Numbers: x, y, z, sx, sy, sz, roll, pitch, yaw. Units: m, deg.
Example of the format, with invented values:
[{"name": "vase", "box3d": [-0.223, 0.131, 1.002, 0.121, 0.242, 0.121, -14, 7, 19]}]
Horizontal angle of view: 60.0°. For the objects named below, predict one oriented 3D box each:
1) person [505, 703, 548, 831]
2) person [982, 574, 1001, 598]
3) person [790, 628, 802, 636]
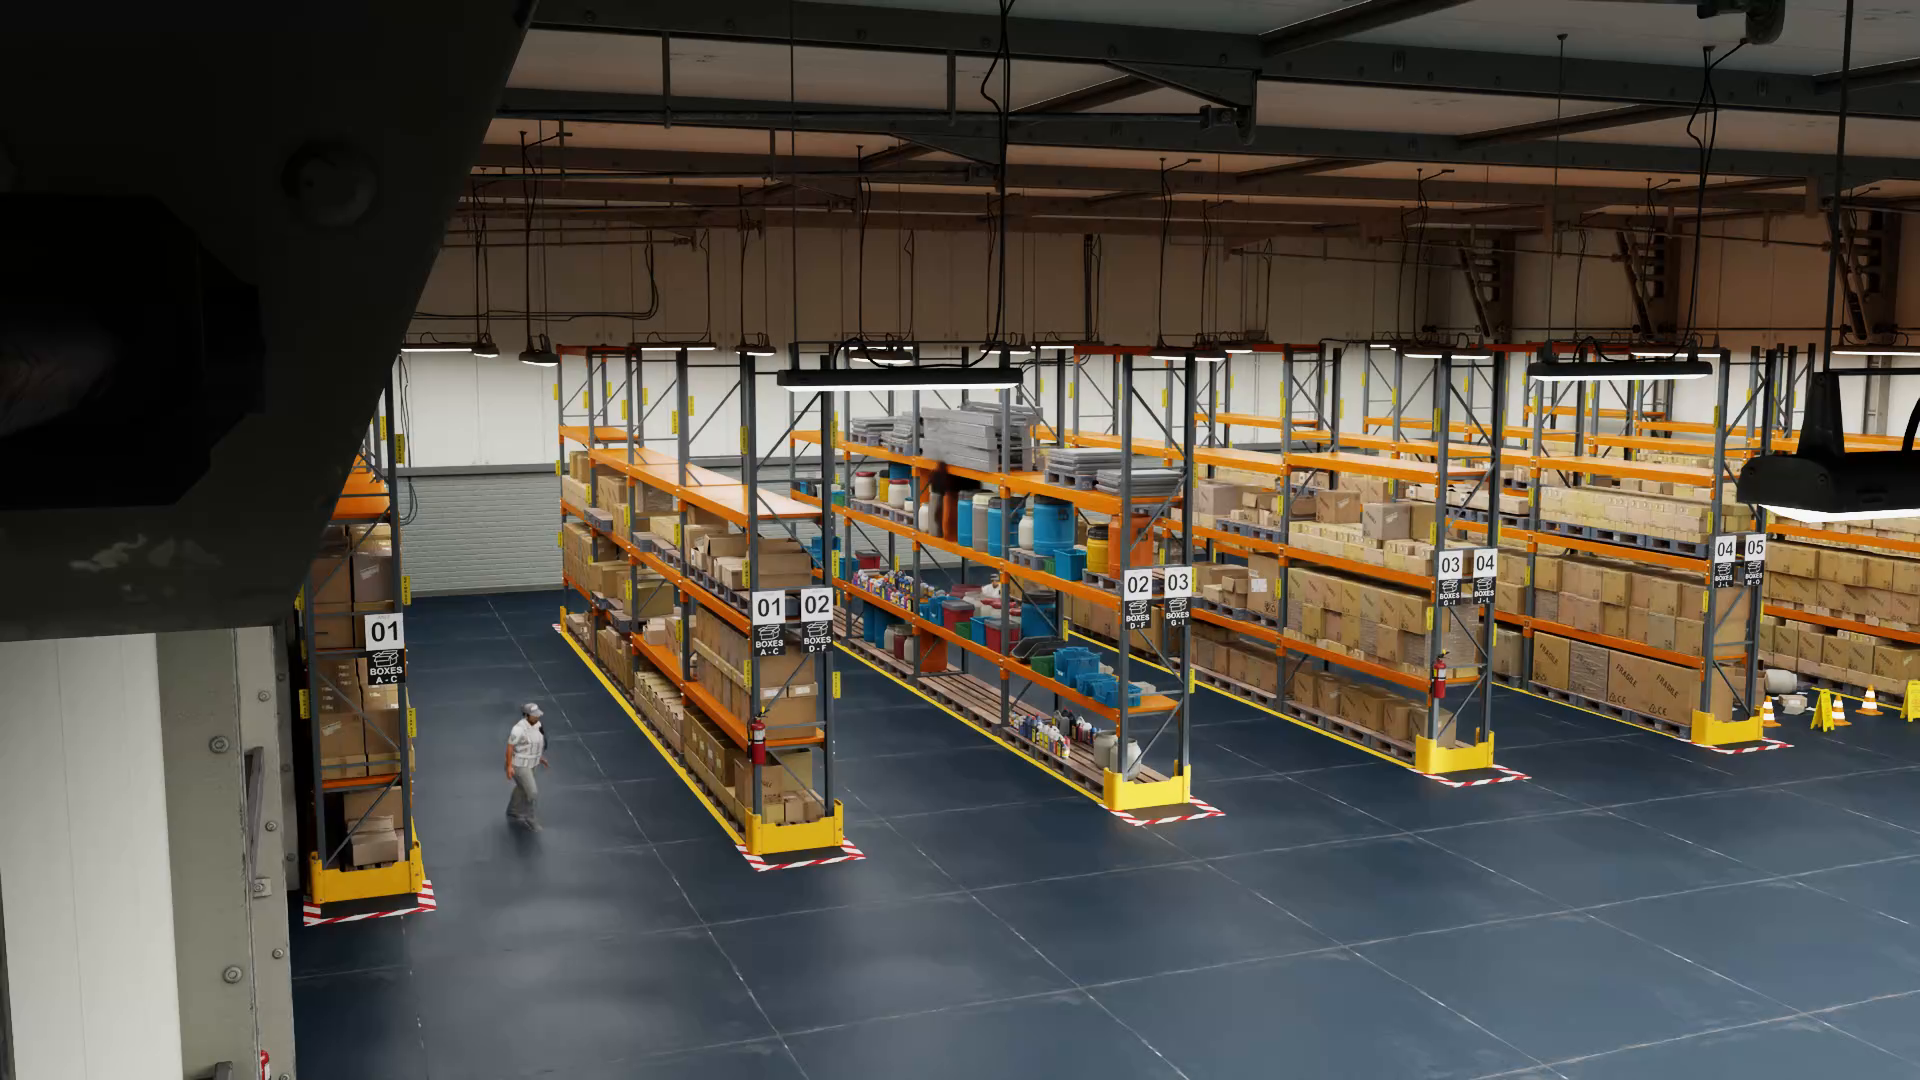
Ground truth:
[{"name": "person", "box3d": [-5.551, 2.873, 21.077, 0.721, 1.683, 0.588, 2, 8, 16]}, {"name": "person", "box3d": [0.532, 1.423, 32.577, 0.647, 1.635, 0.968, -5, 9, -34]}, {"name": "person", "box3d": [-2.936, 1.549, 29.231, 0.698, 1.804, 0.640, -4, 8, -26]}]
